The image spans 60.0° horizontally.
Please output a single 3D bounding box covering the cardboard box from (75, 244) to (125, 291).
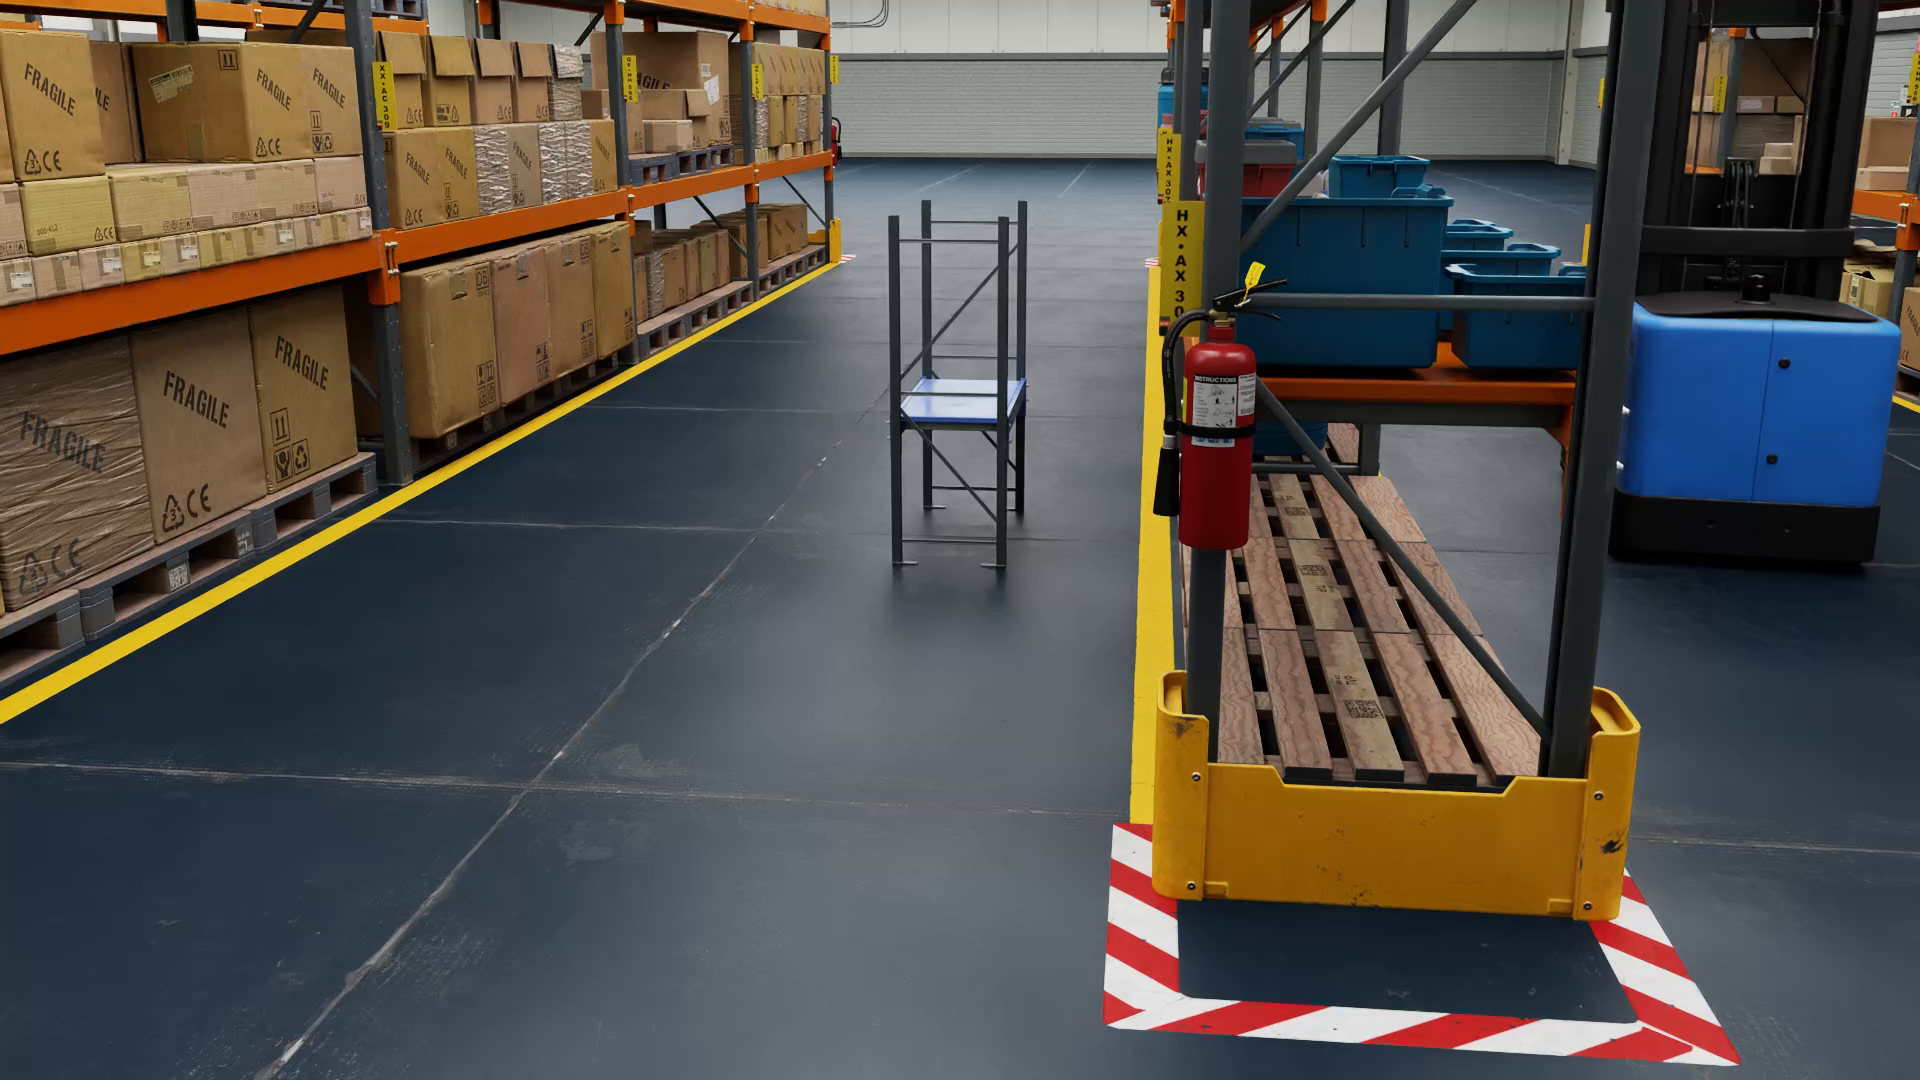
[{"bbox_3d":[-3.326,-1.004,6.109,0.380,0.149,0.250,2,15,6],"label":"cardboard box"}]

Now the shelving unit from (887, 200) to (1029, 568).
[{"bbox_3d":[0.010,-0.746,7.548,0.538,1.500,1.048,2,15,6],"label":"shelving unit"}]

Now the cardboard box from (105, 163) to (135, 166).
[{"bbox_3d":[-3.813,-1.440,6.960,0.500,0.250,0.500,2,15,8],"label":"cardboard box"}]

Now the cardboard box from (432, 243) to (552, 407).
[{"bbox_3d":[-3.233,-1.322,10.071,1.225,0.875,0.875,1,15,4],"label":"cardboard box"}]

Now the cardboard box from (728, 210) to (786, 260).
[{"bbox_3d":[-2.242,-3.376,18.384,0.500,0.500,0.500,3,15,11],"label":"cardboard box"}]

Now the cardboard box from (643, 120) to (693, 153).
[{"bbox_3d":[-2.517,-3.342,13.759,0.500,0.250,0.500,1,15,5],"label":"cardboard box"}]

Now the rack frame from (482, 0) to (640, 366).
[{"bbox_3d":[-2.934,-2.784,12.212,1.000,3.000,0.127,2,15,6],"label":"rack frame"}]

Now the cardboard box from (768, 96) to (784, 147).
[{"bbox_3d":[-2.279,-4.257,16.897,0.875,0.500,0.500,2,15,6],"label":"cardboard box"}]

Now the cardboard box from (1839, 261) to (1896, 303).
[{"bbox_3d":[6.775,-1.916,12.389,0.500,0.311,0.500,1,15,5],"label":"cardboard box"}]

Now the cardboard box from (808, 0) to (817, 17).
[{"bbox_3d":[-1.887,-5.973,18.544,0.500,0.250,0.500,2,15,7],"label":"cardboard box"}]

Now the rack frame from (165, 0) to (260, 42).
[{"bbox_3d":[-7.400,-3.994,16.686,1.000,3.000,0.127,2,15,6],"label":"rack frame"}]

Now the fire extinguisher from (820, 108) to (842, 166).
[{"bbox_3d":[-1.561,-4.838,19.955,0.296,0.674,0.183,2,15,6],"label":"fire extinguisher"}]

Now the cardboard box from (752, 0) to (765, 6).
[{"bbox_3d":[-2.178,-5.306,16.080,0.500,0.250,0.500,1,15,4],"label":"cardboard box"}]

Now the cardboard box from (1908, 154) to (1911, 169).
[{"bbox_3d":[7.202,-2.675,11.978,0.500,0.311,0.500,2,15,6],"label":"cardboard box"}]

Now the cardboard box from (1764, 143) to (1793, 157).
[{"bbox_3d":[7.347,-3.327,14.508,0.500,0.250,0.500,3,15,10],"label":"cardboard box"}]

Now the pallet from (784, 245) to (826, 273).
[{"bbox_3d":[-2.167,-3.284,19.401,1.003,0.211,1.213,2,15,6],"label":"pallet"}]

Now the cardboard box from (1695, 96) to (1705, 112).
[{"bbox_3d":[7.263,-4.167,15.893,0.380,0.149,0.250,2,15,6],"label":"cardboard box"}]

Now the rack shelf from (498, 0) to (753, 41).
[{"bbox_3d":[-2.709,-4.404,13.833,1.077,0.370,4.000,2,15,6],"label":"rack shelf"}]

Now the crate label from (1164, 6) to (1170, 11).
[{"bbox_3d":[2.350,-5.614,17.214,0.502,0.251,0.408,2,15,6],"label":"crate label"}]

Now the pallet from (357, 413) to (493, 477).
[{"bbox_3d":[-3.374,-0.603,9.487,1.003,0.211,1.213,2,15,6],"label":"pallet"}]

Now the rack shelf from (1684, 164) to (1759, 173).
[{"bbox_3d":[7.585,-3.700,16.978,1.077,0.370,4.000,2,15,6],"label":"rack shelf"}]

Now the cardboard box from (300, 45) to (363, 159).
[{"bbox_3d":[-3.172,-2.053,7.788,0.500,0.500,0.500,2,15,8],"label":"cardboard box"}]

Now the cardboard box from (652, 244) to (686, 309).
[{"bbox_3d":[-2.772,-2.256,14.204,0.700,0.500,0.500,3,15,11],"label":"cardboard box"}]

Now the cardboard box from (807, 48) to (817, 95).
[{"bbox_3d":[-1.899,-5.254,18.668,0.500,0.500,0.500,2,15,6],"label":"cardboard box"}]

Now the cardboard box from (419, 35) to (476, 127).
[{"bbox_3d":[-3.233,-2.623,9.502,0.797,0.503,0.637,2,15,7],"label":"cardboard box"}]

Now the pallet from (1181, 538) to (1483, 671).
[{"bbox_3d":[1.356,0.254,6.317,1.003,0.211,1.213,2,15,6],"label":"pallet"}]

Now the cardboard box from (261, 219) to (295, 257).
[{"bbox_3d":[-3.182,-1.337,7.340,0.380,0.149,0.250,2,15,7],"label":"cardboard box"}]

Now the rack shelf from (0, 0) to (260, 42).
[{"bbox_3d":[-7.626,-4.576,14.470,1.077,0.370,4.000,2,15,6],"label":"rack shelf"}]

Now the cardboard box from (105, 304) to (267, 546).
[{"bbox_3d":[-3.641,-0.522,7.110,0.875,0.875,0.875,2,15,6],"label":"cardboard box"}]

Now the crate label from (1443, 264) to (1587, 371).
[{"bbox_3d":[1.439,-0.566,4.214,0.416,0.233,0.303,2,15,6],"label":"crate label"}]

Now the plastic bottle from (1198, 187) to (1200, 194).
[{"bbox_3d":[1.259,-1.653,8.265,0.152,0.276,0.135,2,15,6],"label":"plastic bottle"}]

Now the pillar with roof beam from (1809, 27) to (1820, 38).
[{"bbox_3d":[10.591,-10.349,28.697,9.100,9.000,0.400,2,15,6],"label":"pillar with roof beam"}]

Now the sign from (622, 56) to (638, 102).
[{"bbox_3d":[-2.382,-3.328,12.003,0.100,0.325,0.005,2,15,6],"label":"sign"}]

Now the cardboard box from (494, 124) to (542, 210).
[{"bbox_3d":[-2.920,-2.301,10.235,0.500,0.500,0.500,2,15,7],"label":"cardboard box"}]

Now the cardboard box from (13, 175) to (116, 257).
[{"bbox_3d":[-3.402,-1.162,5.931,0.500,0.250,0.500,1,15,4],"label":"cardboard box"}]

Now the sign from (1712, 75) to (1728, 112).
[{"bbox_3d":[6.808,-4.001,14.902,0.100,0.325,0.005,2,15,6],"label":"sign"}]

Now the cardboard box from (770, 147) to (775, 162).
[{"bbox_3d":[-2.099,-3.942,16.977,0.380,0.149,0.250,2,15,6],"label":"cardboard box"}]

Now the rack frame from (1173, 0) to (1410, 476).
[{"bbox_3d":[1.536,-1.601,7.836,1.000,3.000,0.127,2,15,6],"label":"rack frame"}]

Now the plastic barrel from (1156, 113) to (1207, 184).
[{"bbox_3d":[1.738,-2.833,12.133,0.600,0.536,0.708,2,15,6],"label":"plastic barrel"}]

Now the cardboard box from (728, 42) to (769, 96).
[{"bbox_3d":[-2.180,-4.605,16.270,0.500,0.500,0.500,2,15,6],"label":"cardboard box"}]

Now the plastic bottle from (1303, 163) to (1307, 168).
[{"bbox_3d":[2.072,-2.124,9.995,0.061,0.283,0.133,2,15,6],"label":"plastic bottle"}]

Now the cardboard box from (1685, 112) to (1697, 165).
[{"bbox_3d":[7.517,-3.959,16.367,0.700,0.500,0.500,2,15,7],"label":"cardboard box"}]

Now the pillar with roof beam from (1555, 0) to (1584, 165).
[{"bbox_3d":[12.622,-15.018,45.962,9.100,9.000,0.400,2,15,6],"label":"pillar with roof beam"}]

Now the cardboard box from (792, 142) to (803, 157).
[{"bbox_3d":[-1.924,-4.266,18.172,0.380,0.149,0.250,2,15,6],"label":"cardboard box"}]

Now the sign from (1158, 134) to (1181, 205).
[{"bbox_3d":[0.989,-1.751,7.861,0.100,0.325,0.005,2,15,6],"label":"sign"}]

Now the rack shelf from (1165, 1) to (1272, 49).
[{"bbox_3d":[2.664,-5.295,17.130,1.077,0.370,4.000,2,15,6],"label":"rack shelf"}]

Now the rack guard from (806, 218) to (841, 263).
[{"bbox_3d":[-2.040,-3.633,20.139,1.175,0.500,0.348,2,15,6],"label":"rack guard"}]

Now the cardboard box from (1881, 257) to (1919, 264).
[{"bbox_3d":[7.370,-2.033,12.824,0.500,0.311,0.500,1,15,5],"label":"cardboard box"}]

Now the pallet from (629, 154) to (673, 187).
[{"bbox_3d":[-2.960,-2.880,12.932,1.213,0.211,1.003,2,15,6],"label":"pallet"}]

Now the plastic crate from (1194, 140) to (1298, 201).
[{"bbox_3d":[1.186,-1.436,6.990,0.402,0.464,0.583,2,15,6],"label":"plastic crate"}]

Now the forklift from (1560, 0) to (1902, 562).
[{"bbox_3d":[3.716,-1.661,8.189,1.130,2.935,3.031,4,16,13],"label":"forklift"}]

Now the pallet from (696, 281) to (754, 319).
[{"bbox_3d":[-2.569,-2.274,15.666,1.003,0.211,1.213,2,15,6],"label":"pallet"}]

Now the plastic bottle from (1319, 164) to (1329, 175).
[{"bbox_3d":[2.141,-2.078,9.695,0.144,0.351,0.185,2,15,6],"label":"plastic bottle"}]

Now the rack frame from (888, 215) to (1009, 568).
[{"bbox_3d":[-0.048,-0.614,7.061,0.500,1.500,0.032,2,15,6],"label":"rack frame"}]
